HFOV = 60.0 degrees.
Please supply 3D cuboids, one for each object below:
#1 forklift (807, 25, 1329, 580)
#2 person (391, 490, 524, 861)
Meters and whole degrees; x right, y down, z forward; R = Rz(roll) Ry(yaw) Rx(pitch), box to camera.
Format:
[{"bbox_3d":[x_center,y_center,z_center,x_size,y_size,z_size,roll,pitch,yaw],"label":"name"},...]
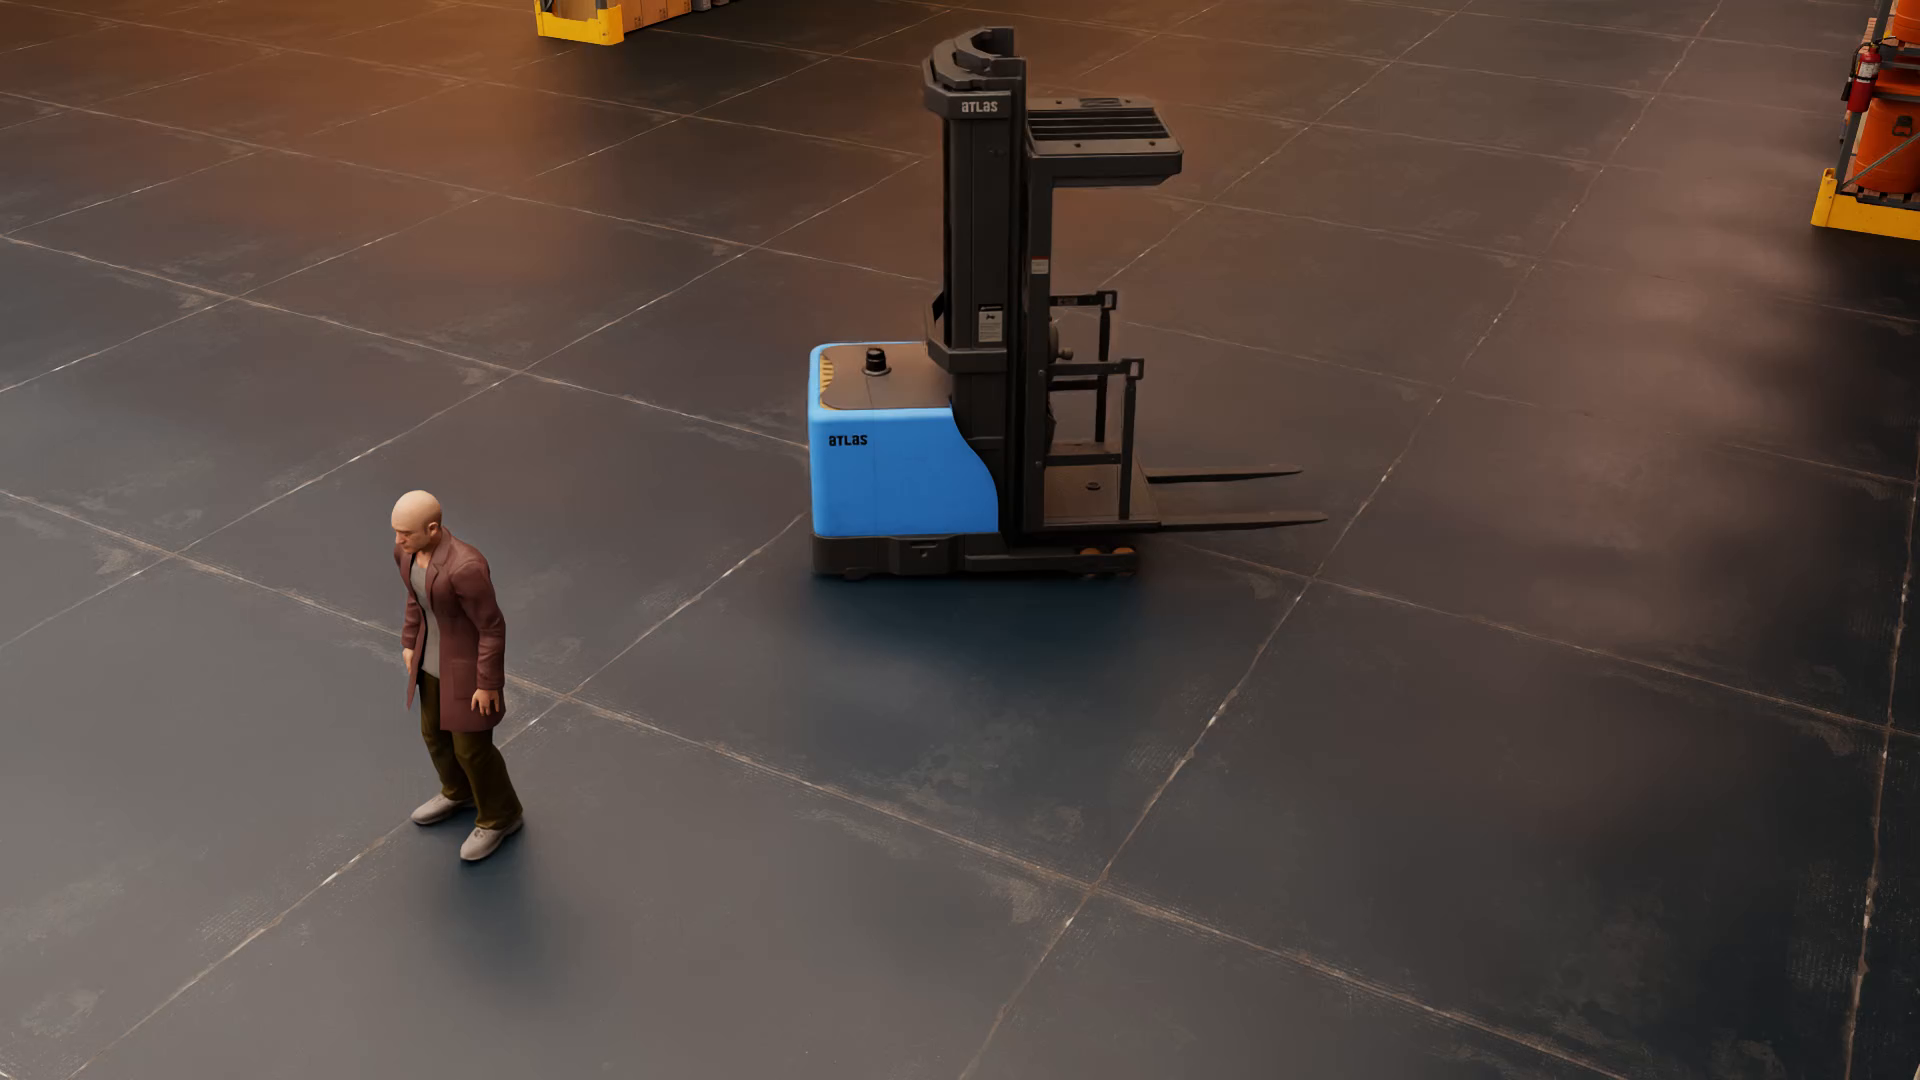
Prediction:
[{"bbox_3d":[0.635,-1.317,9.352,3.031,2.935,1.130,-2,30,-3],"label":"forklift"},{"bbox_3d":[-2.222,0.556,7.268,0.644,1.774,0.436,23,37,34],"label":"person"}]
